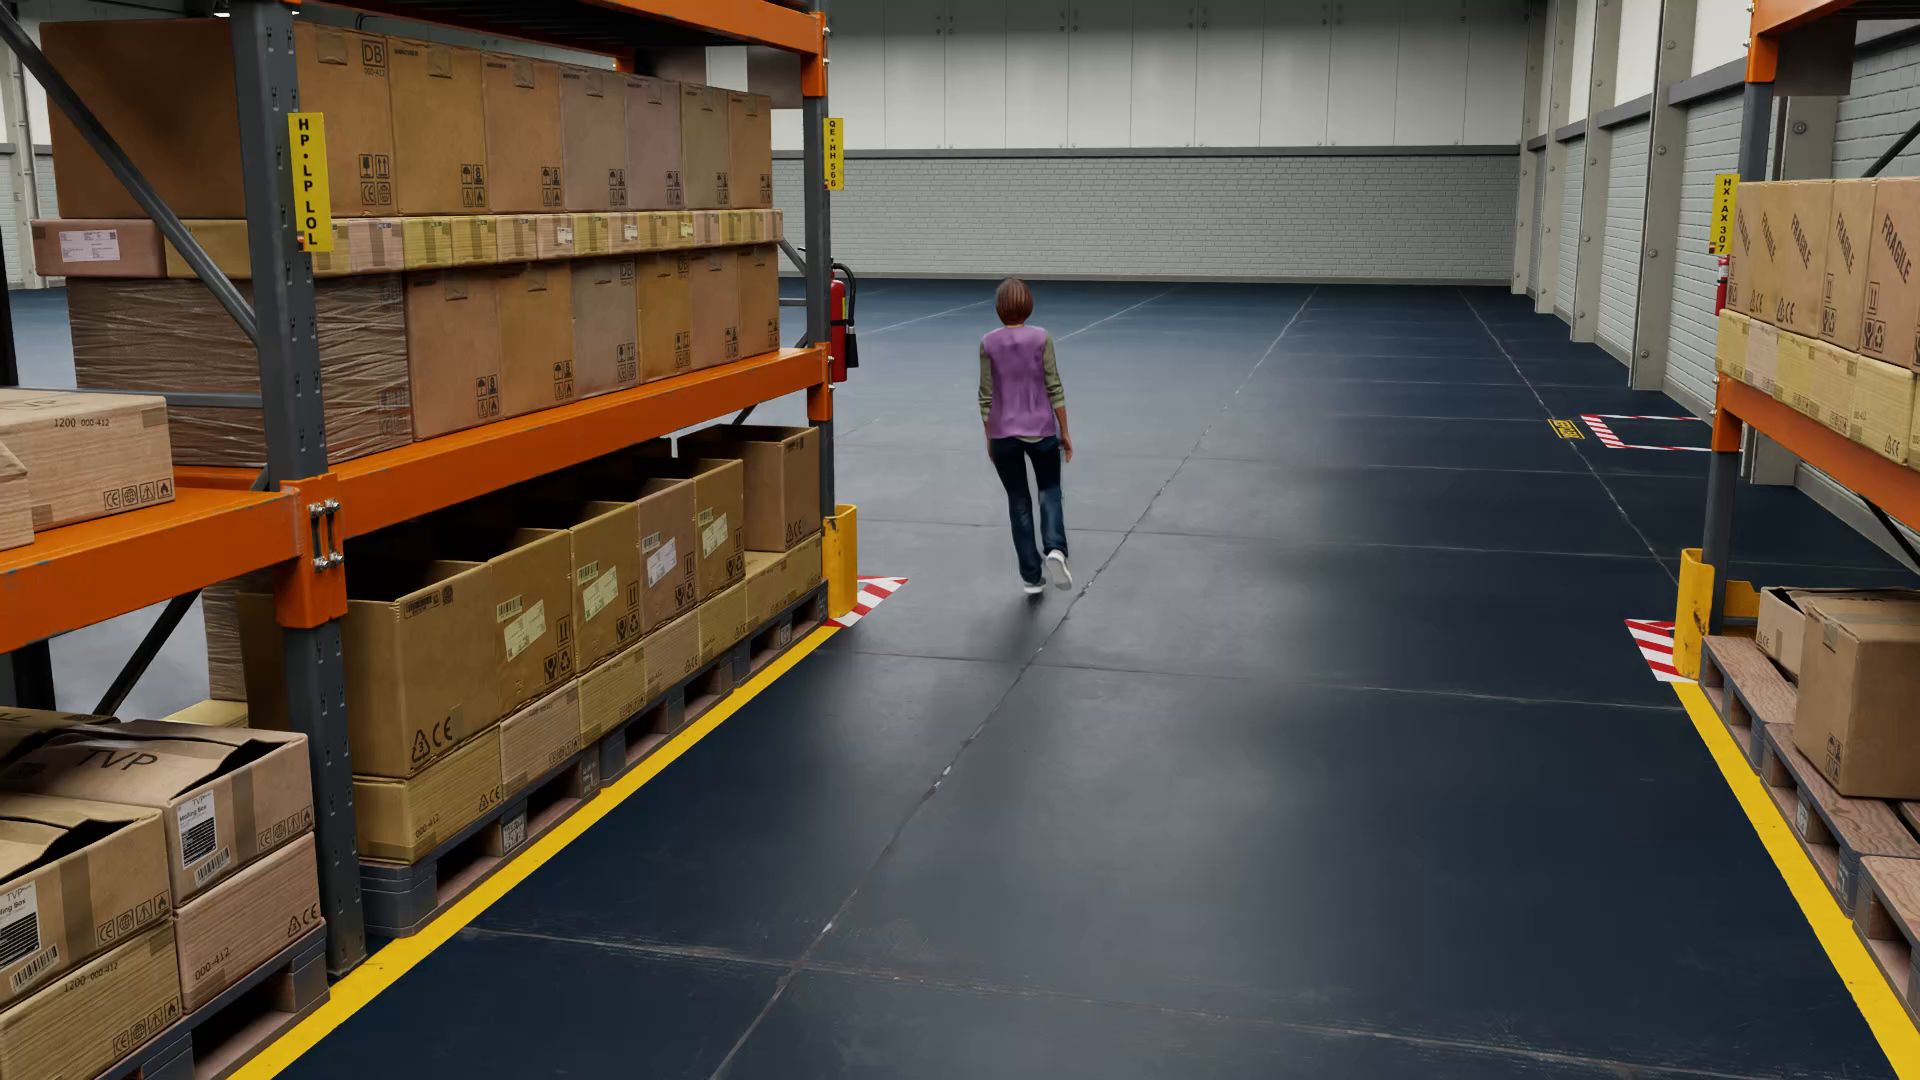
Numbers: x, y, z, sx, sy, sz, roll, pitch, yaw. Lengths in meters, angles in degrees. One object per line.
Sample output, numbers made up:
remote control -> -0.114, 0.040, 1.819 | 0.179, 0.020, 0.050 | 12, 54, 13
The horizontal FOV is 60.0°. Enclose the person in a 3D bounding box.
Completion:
person -> 0.330, -0.514, 8.363 | 0.479, 1.581, 0.411 | 0, 12, 1
